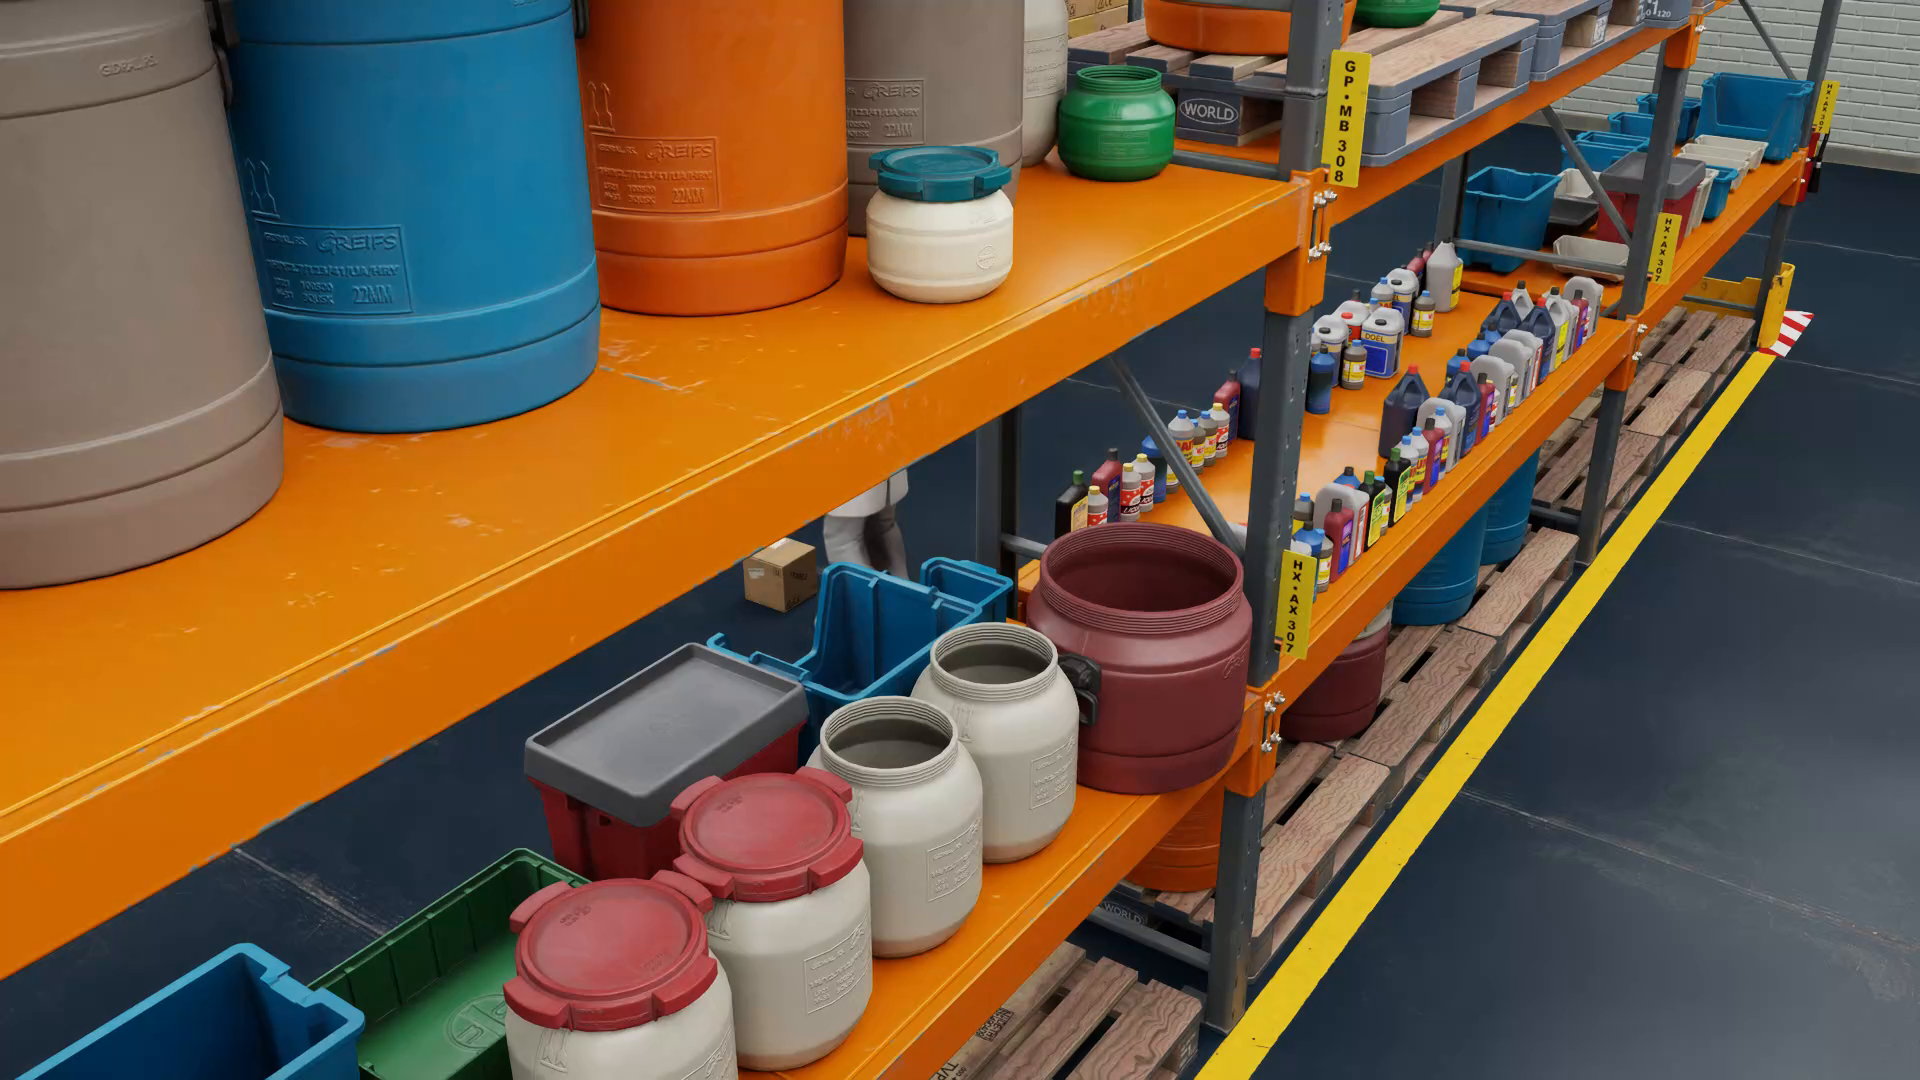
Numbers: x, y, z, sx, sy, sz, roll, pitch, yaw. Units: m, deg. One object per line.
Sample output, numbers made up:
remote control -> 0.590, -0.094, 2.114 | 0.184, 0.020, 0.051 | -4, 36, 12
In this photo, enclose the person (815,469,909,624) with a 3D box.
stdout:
person -> -0.454, -0.377, 7.403 | 0.377, 1.770, 0.564 | 18, 32, 31
